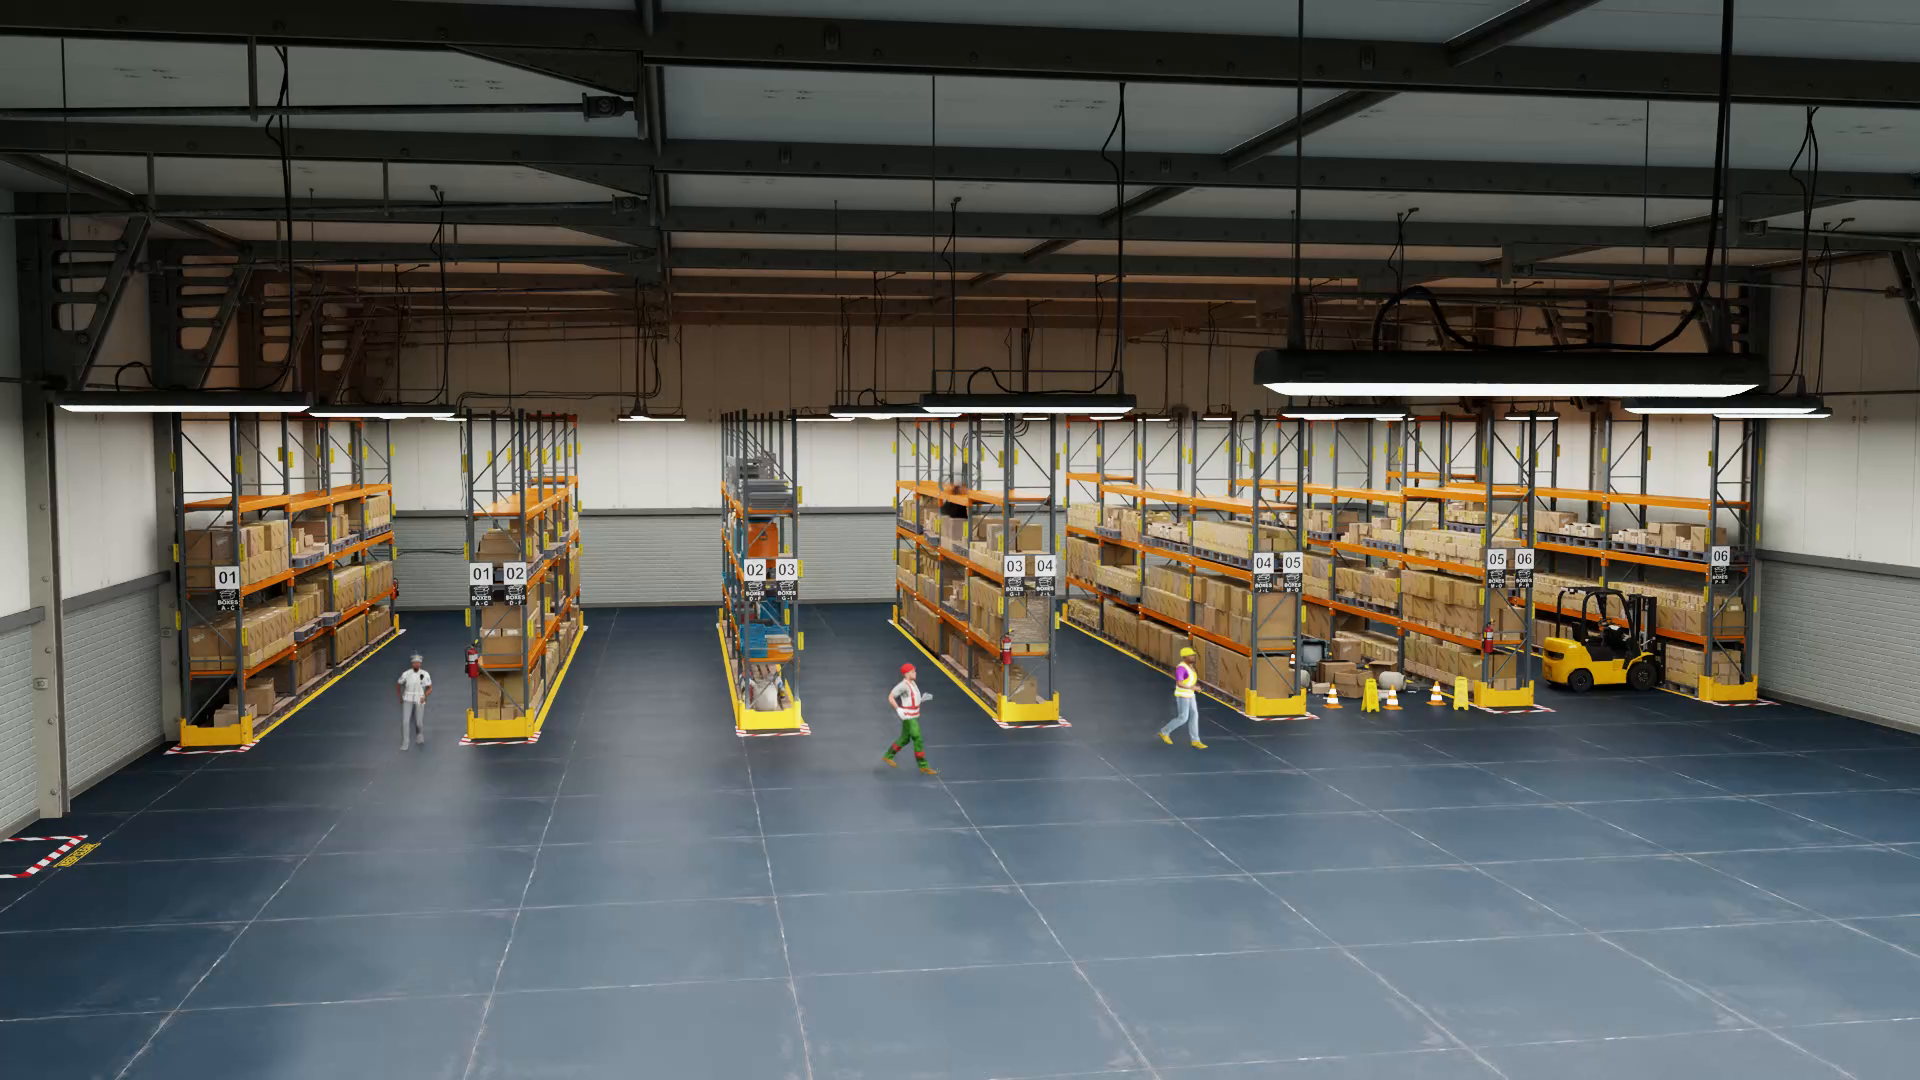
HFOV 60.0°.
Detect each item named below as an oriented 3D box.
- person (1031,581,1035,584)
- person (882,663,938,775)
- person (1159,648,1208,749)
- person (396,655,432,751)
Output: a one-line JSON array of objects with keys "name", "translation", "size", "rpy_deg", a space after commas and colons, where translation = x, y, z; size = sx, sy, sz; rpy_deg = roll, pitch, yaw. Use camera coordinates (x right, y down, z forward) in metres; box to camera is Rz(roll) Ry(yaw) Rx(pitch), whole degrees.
[{"name": "person", "translation": [1.989, 1.451, 49.005], "size": [0.683, 1.721, 0.703], "rpy_deg": [-4, 5, -43]}, {"name": "person", "translation": [-0.809, 2.904, 27.127], "size": [0.952, 1.787, 0.659], "rpy_deg": [1, 4, 13]}, {"name": "person", "translation": [3.965, 2.785, 29.417], "size": [0.865, 1.782, 0.724], "rpy_deg": [2, 4, 24]}, {"name": "person", "translation": [-9.682, 2.851, 29.466], "size": [0.611, 1.641, 0.755], "rpy_deg": [-1, 4, -12]}]
